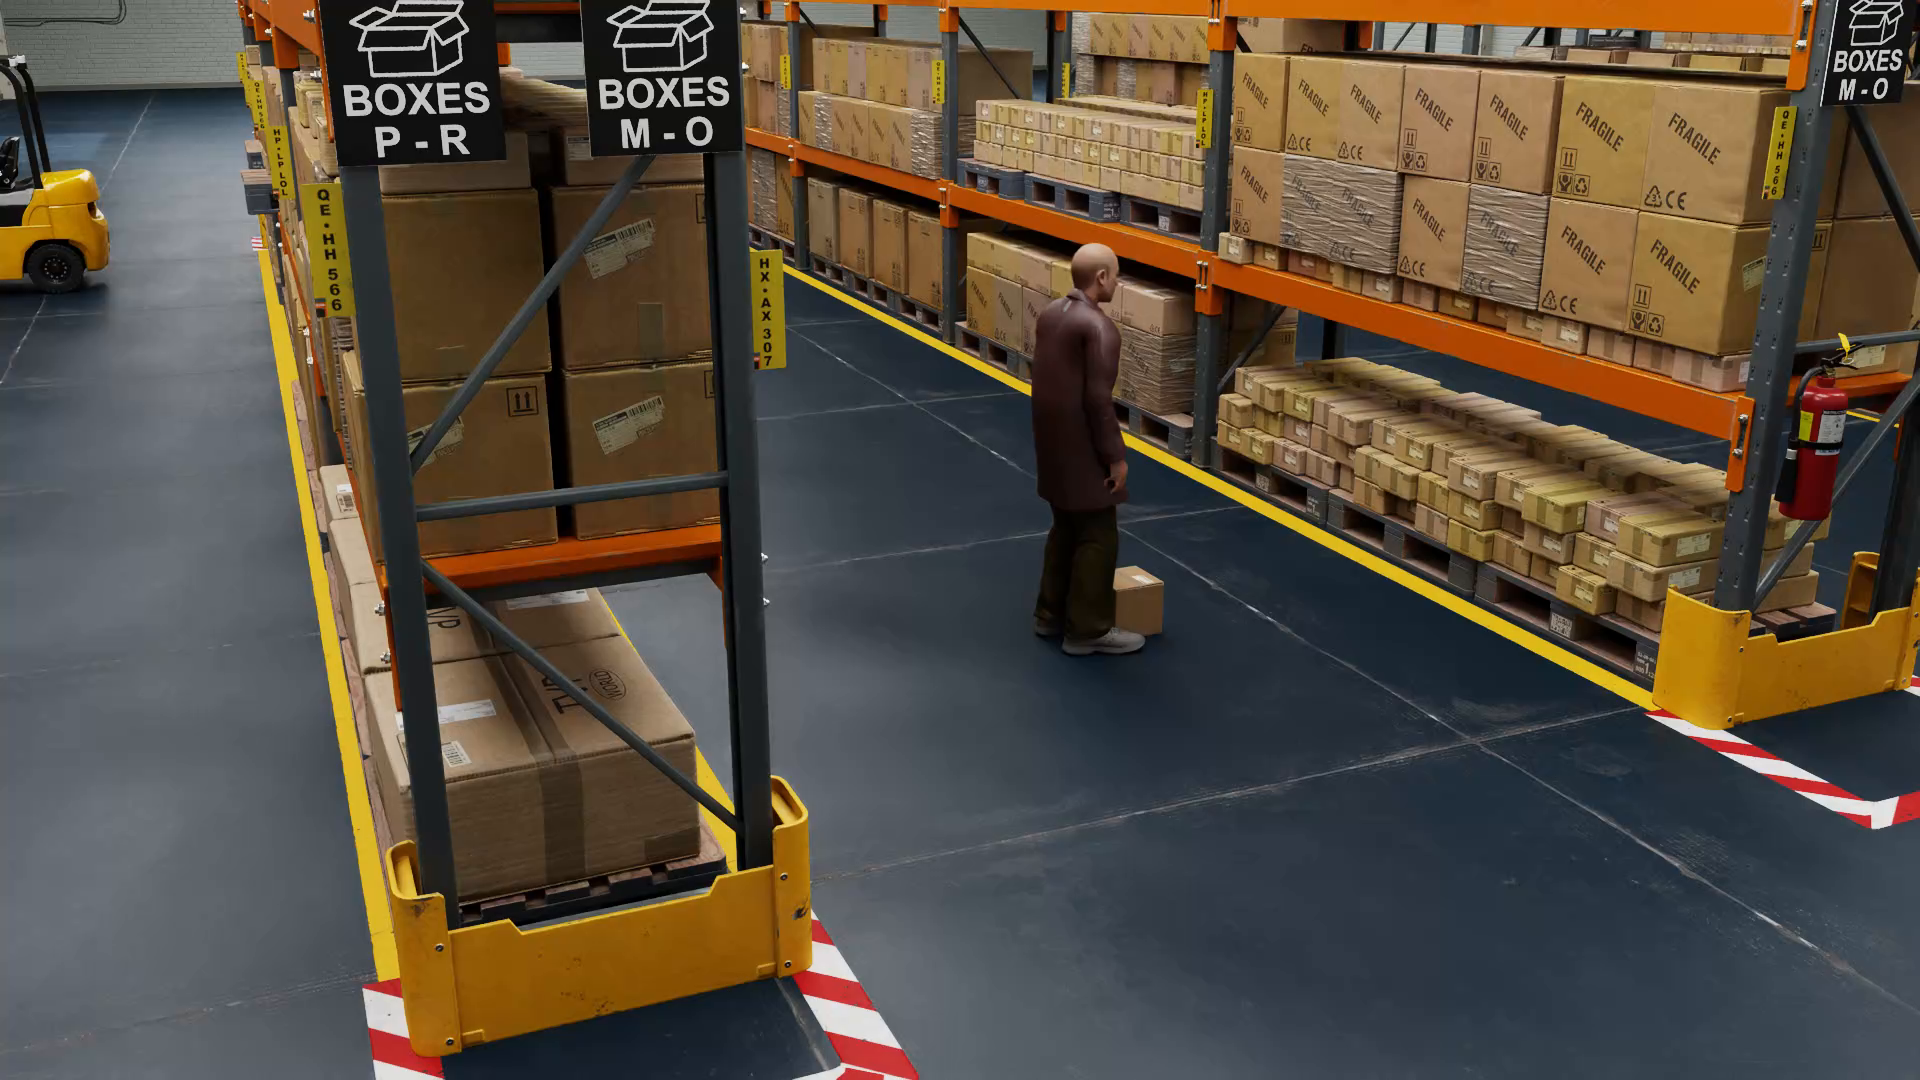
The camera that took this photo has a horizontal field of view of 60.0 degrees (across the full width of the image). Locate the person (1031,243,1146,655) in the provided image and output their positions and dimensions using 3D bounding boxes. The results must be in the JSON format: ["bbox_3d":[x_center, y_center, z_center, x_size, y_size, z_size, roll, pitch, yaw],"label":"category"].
[{"bbox_3d":[0.533,-0.401,7.280,0.419,1.774,0.645,-8,20,-22],"label":"person"}]
